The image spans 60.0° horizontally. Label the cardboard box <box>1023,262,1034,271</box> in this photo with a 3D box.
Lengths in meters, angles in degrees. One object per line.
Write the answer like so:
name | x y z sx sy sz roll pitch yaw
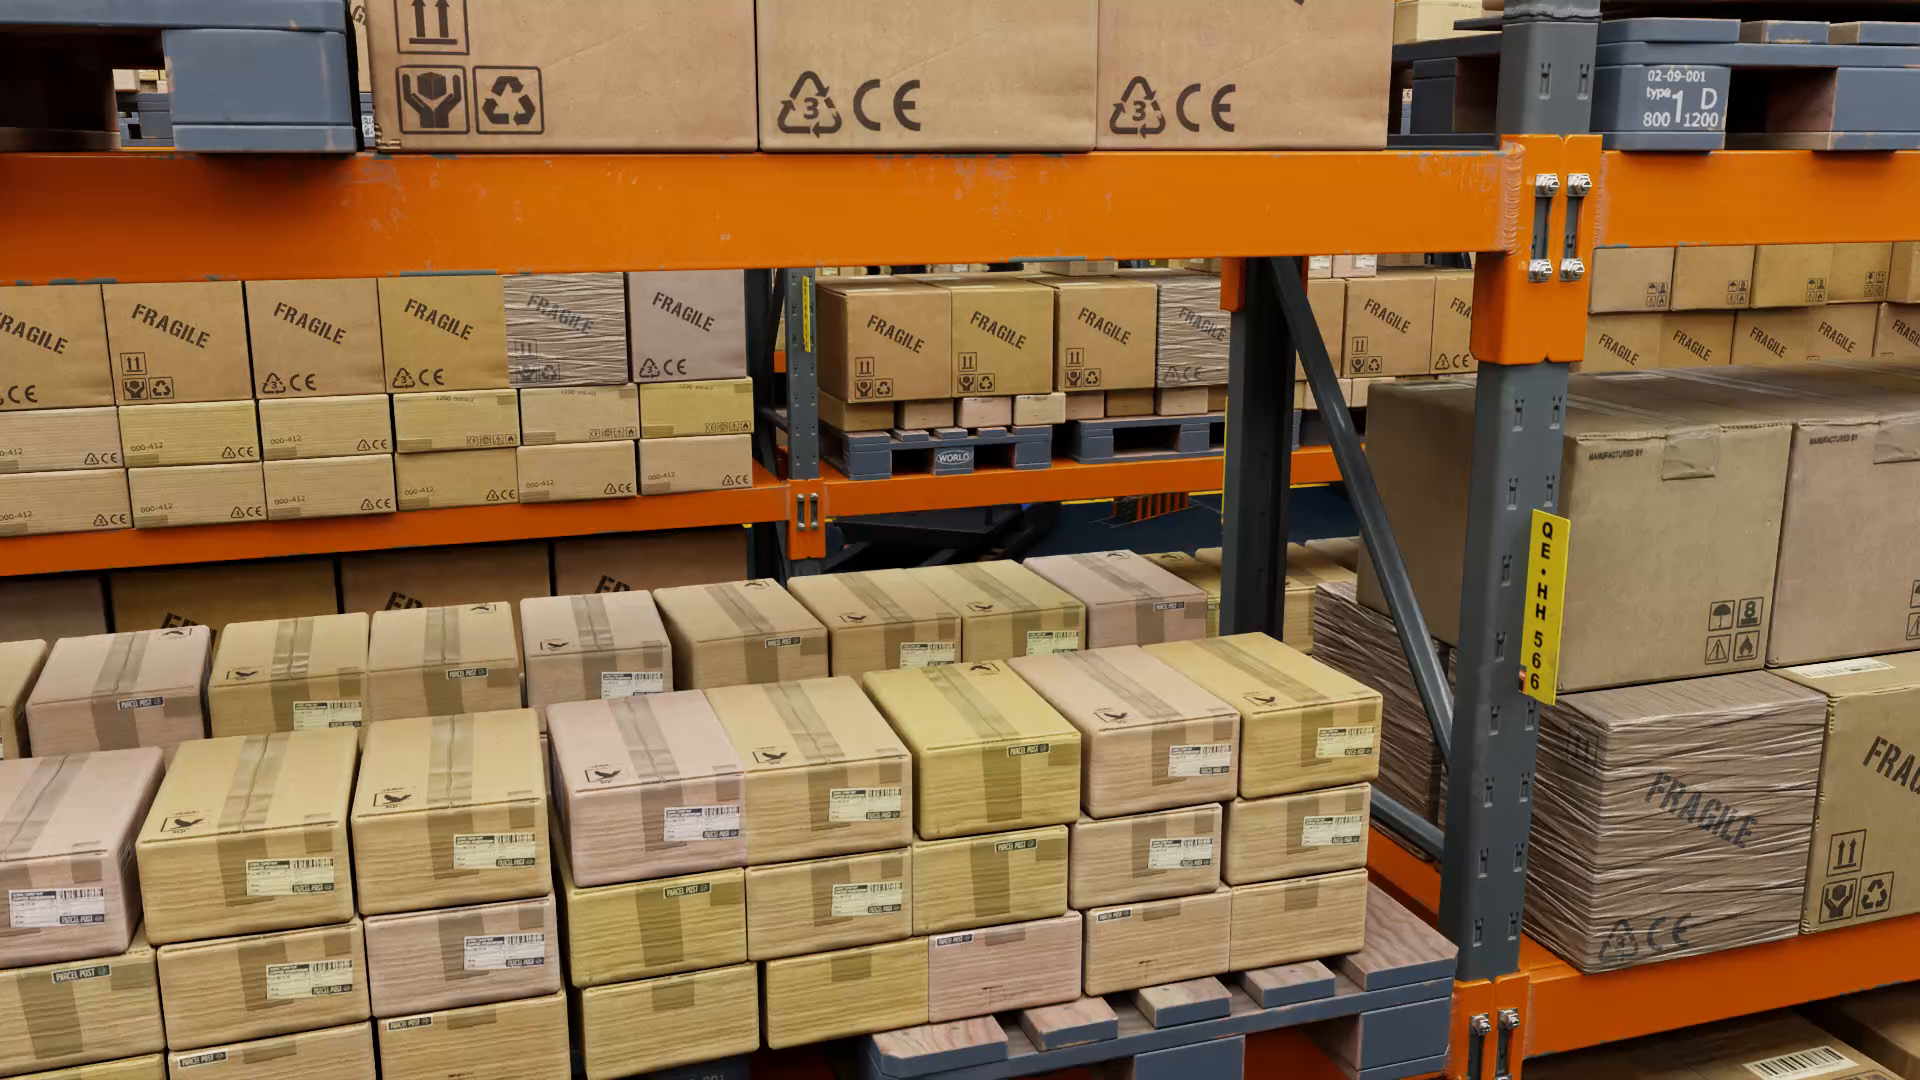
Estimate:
cardboard box | 0.397 -2.152 13.092 0.250 0.149 0.380 -5 14 -20

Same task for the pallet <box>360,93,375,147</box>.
pallet | -2.512 -1.782 7.077 1.213 0.211 1.003 -4 14 -15

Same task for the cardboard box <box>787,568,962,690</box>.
cardboard box | -0.173 0.179 3.256 0.250 0.149 0.380 -5 14 -18

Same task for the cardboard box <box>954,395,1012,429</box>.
cardboard box | 0.060 -0.645 8.009 0.250 0.149 0.380 -5 14 -22

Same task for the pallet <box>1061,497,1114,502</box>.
pallet | 0.659 -0.521 13.875 1.213 0.211 1.003 -4 14 -18

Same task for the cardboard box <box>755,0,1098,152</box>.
cardboard box | -0.115 -0.849 2.530 0.500 0.500 0.500 -4 14 -18

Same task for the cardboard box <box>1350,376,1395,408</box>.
cardboard box | 2.043 -0.793 8.629 0.250 0.149 0.380 -5 14 -19

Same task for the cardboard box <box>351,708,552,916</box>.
cardboard box | -0.730 0.382 2.405 0.250 0.149 0.380 -4 14 -15

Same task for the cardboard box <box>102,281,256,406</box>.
cardboard box | -3.193 -0.846 6.840 0.500 0.500 0.500 -5 14 -19

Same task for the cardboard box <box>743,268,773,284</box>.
cardboard box | -1.563 -2.013 12.504 0.250 0.149 0.380 -4 14 -17

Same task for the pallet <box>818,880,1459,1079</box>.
pallet | 0.173 0.691 3.170 1.003 0.211 1.213 -4 14 -18

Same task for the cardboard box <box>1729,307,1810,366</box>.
cardboard box | 4.385 -1.093 9.396 0.500 0.500 0.500 -5 14 -19

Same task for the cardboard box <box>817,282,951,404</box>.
cardboard box | -0.360 -0.937 7.832 0.500 0.500 0.500 -5 14 -20

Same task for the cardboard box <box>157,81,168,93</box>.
cardboard box | -5.096 -2.926 10.900 0.250 0.149 0.380 -4 14 -17

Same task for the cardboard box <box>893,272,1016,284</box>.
cardboard box | -0.031 -1.089 8.474 0.500 0.500 0.500 -5 14 -19

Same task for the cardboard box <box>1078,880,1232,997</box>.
cardboard box | 0.258 0.595 2.796 0.250 0.149 0.380 -4 14 -18

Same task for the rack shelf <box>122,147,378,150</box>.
rack shelf | -2.756 -1.518 7.116 4.000 0.370 1.077 -4 14 -18

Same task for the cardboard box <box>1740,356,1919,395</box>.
cardboard box | 2.208 -0.120 3.790 0.500 0.500 0.700 -5 14 -19

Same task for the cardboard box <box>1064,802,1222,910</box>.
cardboard box | 0.239 0.451 2.756 0.250 0.149 0.380 -4 14 -16

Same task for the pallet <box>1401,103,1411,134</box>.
pallet | 2.312 -2.197 8.823 1.003 0.211 1.213 -4 14 -18

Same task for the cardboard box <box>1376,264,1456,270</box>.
cardboard box | 2.395 -1.278 9.266 0.500 0.500 0.500 -4 14 -17

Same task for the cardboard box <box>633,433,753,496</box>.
cardboard box | -1.257 -0.389 7.621 0.500 0.250 0.500 -5 14 -20

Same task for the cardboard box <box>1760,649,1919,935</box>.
cardboard box | 1.807 0.461 3.507 0.500 0.500 0.500 -5 14 -19

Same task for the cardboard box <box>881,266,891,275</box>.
cardboard box | -0.615 -2.106 12.897 0.250 0.149 0.380 -4 14 -18

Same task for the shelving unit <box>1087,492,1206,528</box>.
shelving unit | 1.470 -0.298 12.978 0.258 0.189 1.200 13 18 42

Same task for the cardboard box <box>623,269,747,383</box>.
cardboard box | -1.267 -0.996 7.471 0.500 0.500 0.500 -5 14 -20

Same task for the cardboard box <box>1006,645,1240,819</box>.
cardboard box | 0.257 0.305 2.729 0.250 0.149 0.380 -5 14 -19

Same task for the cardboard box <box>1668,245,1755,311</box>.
cardboard box | 3.908 -1.549 9.155 0.500 0.500 0.700 -4 14 -18

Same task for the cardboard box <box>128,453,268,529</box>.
cardboard box | -3.169 -0.236 6.976 0.500 0.250 0.500 -5 14 -19

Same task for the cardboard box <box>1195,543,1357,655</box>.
cardboard box | 1.754 0.315 9.106 0.625 0.372 0.950 -4 14 -15

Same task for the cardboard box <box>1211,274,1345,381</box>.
cardboard box | 1.606 -1.091 8.482 0.500 0.500 0.500 -4 14 -16

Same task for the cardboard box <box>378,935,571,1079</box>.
cardboard box | -0.724 0.670 2.478 0.250 0.149 0.380 -4 14 -16

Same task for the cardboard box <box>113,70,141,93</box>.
cardboard box | -3.340 -1.828 6.460 0.250 0.166 0.380 -5 14 -22

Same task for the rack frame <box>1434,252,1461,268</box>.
rack frame | 2.931 -0.852 9.241 0.127 3.000 1.000 -4 14 -18

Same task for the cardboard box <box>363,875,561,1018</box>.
cardboard box | -0.730 0.527 2.438 0.250 0.149 0.380 -4 14 -17

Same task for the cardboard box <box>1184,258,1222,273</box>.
cardboard box | 1.376 -1.505 8.820 0.250 0.149 0.380 -4 14 -15

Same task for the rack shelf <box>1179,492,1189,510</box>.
rack shelf | 1.689 -0.351 13.200 0.258 0.180 0.103 13 18 42

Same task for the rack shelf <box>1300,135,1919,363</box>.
rack shelf | 2.710 -0.735 3.824 4.000 0.370 1.077 -4 14 -18

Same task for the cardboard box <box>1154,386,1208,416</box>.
cardboard box | 1.055 -0.730 8.367 0.250 0.149 0.380 -4 14 -16

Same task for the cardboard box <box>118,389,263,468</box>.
cardboard box | -3.172 -0.478 6.915 0.500 0.250 0.500 -4 14 -17

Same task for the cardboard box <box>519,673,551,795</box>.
cardboard box | -0.691 0.364 3.122 0.250 0.149 0.380 -4 14 -18

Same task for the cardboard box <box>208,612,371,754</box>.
cardboard box | -1.168 0.257 2.931 0.250 0.149 0.380 -5 14 -19

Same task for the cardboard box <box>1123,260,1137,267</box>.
cardboard box | 1.567 -2.384 14.067 0.250 0.149 0.380 -5 14 -18

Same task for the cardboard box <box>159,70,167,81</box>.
cardboard box | -5.095 -3.080 10.903 0.250 0.149 0.380 -5 14 -19

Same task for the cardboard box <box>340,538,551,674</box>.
cardboard box | -2.388 0.371 7.787 0.875 0.875 0.875 -4 14 -17

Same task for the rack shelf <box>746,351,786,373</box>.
rack shelf | -0.551 -1.443 13.280 4.000 0.370 1.077 -4 14 -18

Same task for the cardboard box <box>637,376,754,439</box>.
cardboard box | -1.238 -0.635 7.575 0.500 0.250 0.500 -5 14 -18

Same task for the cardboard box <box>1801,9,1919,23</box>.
cardboard box | 2.045 -1.160 3.255 0.500 0.250 0.500 -4 14 -17

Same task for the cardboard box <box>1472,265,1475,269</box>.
cardboard box | 4.258 -2.154 14.499 0.500 0.500 0.500 -4 14 -16

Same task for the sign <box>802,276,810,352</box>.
sign | -0.680 -0.998 7.356 0.005 0.325 0.100 -4 14 -18

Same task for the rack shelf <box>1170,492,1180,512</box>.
rack shelf | 1.606 -0.331 13.116 0.258 0.180 0.103 13 18 42

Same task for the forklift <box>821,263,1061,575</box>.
forklift | -0.191 -1.268 11.140 1.130 2.935 3.031 4 14 18
